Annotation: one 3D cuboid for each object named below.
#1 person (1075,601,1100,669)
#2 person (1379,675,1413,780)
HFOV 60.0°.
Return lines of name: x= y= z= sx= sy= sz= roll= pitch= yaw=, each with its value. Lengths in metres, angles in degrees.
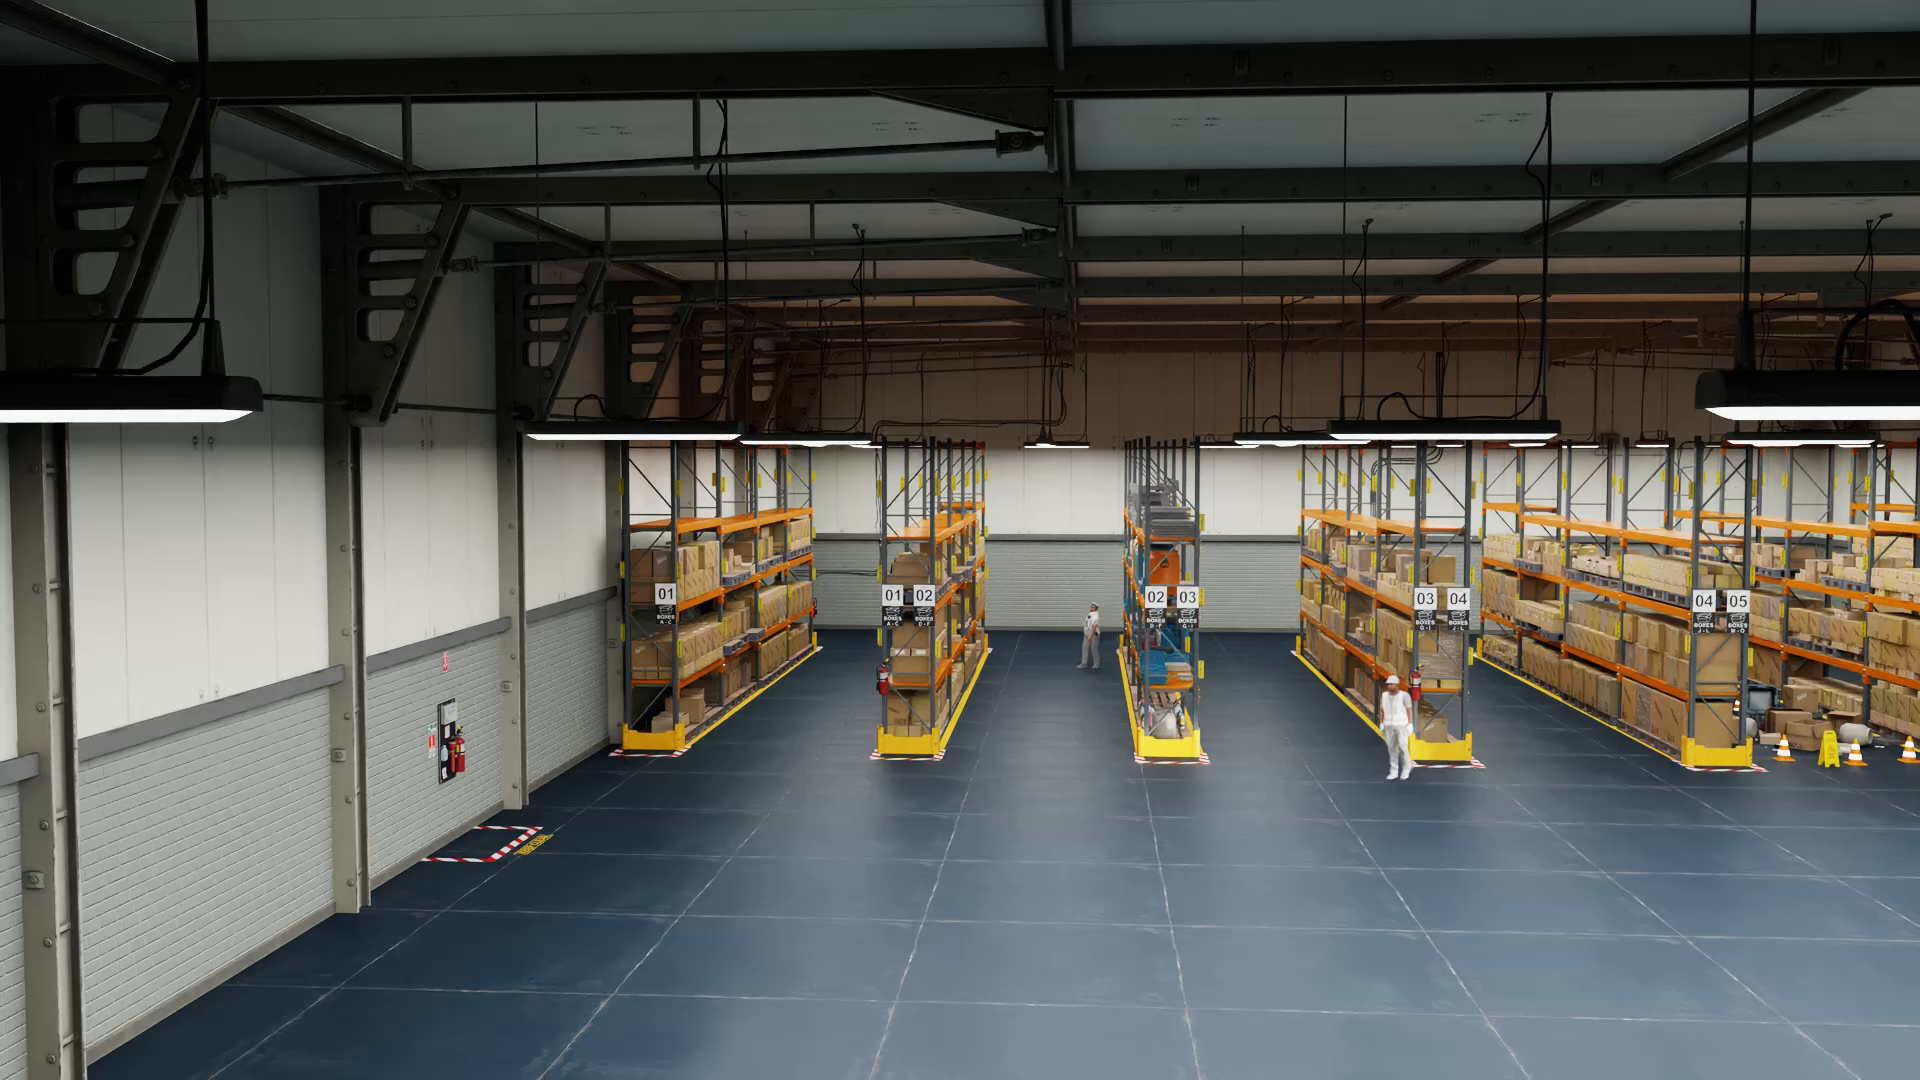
person: x=3.410 y=2.502 z=43.747 sx=0.600 sy=1.767 sz=0.572 roll=-1 pitch=3 yaw=-26
person: x=7.603 y=3.273 z=29.080 sx=0.612 sy=1.808 sz=0.408 roll=2 pitch=4 yaw=38
